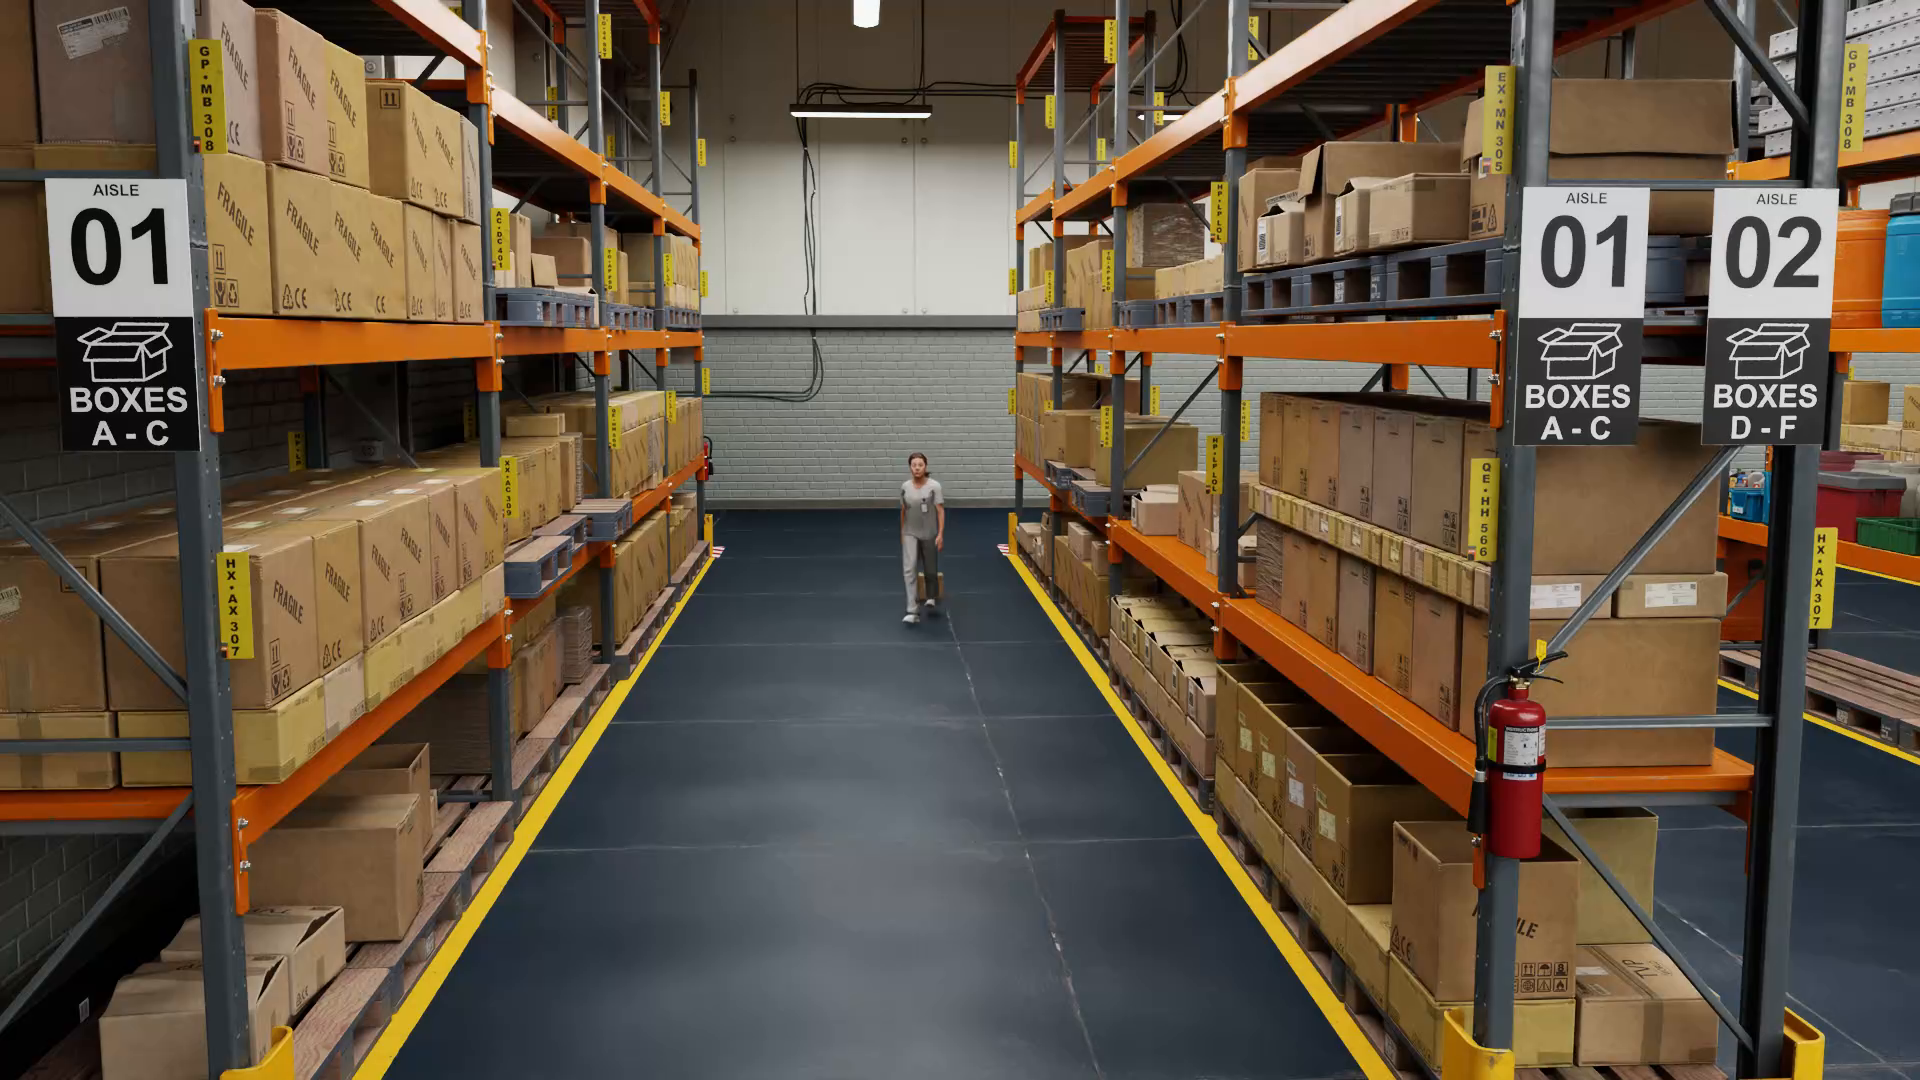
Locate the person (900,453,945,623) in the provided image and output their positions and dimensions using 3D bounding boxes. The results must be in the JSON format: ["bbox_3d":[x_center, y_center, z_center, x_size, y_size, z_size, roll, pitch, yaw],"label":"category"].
[{"bbox_3d":[-0.361,-0.043,16.162,0.455,1.624,1.011,1,7,8],"label":"person"}]
